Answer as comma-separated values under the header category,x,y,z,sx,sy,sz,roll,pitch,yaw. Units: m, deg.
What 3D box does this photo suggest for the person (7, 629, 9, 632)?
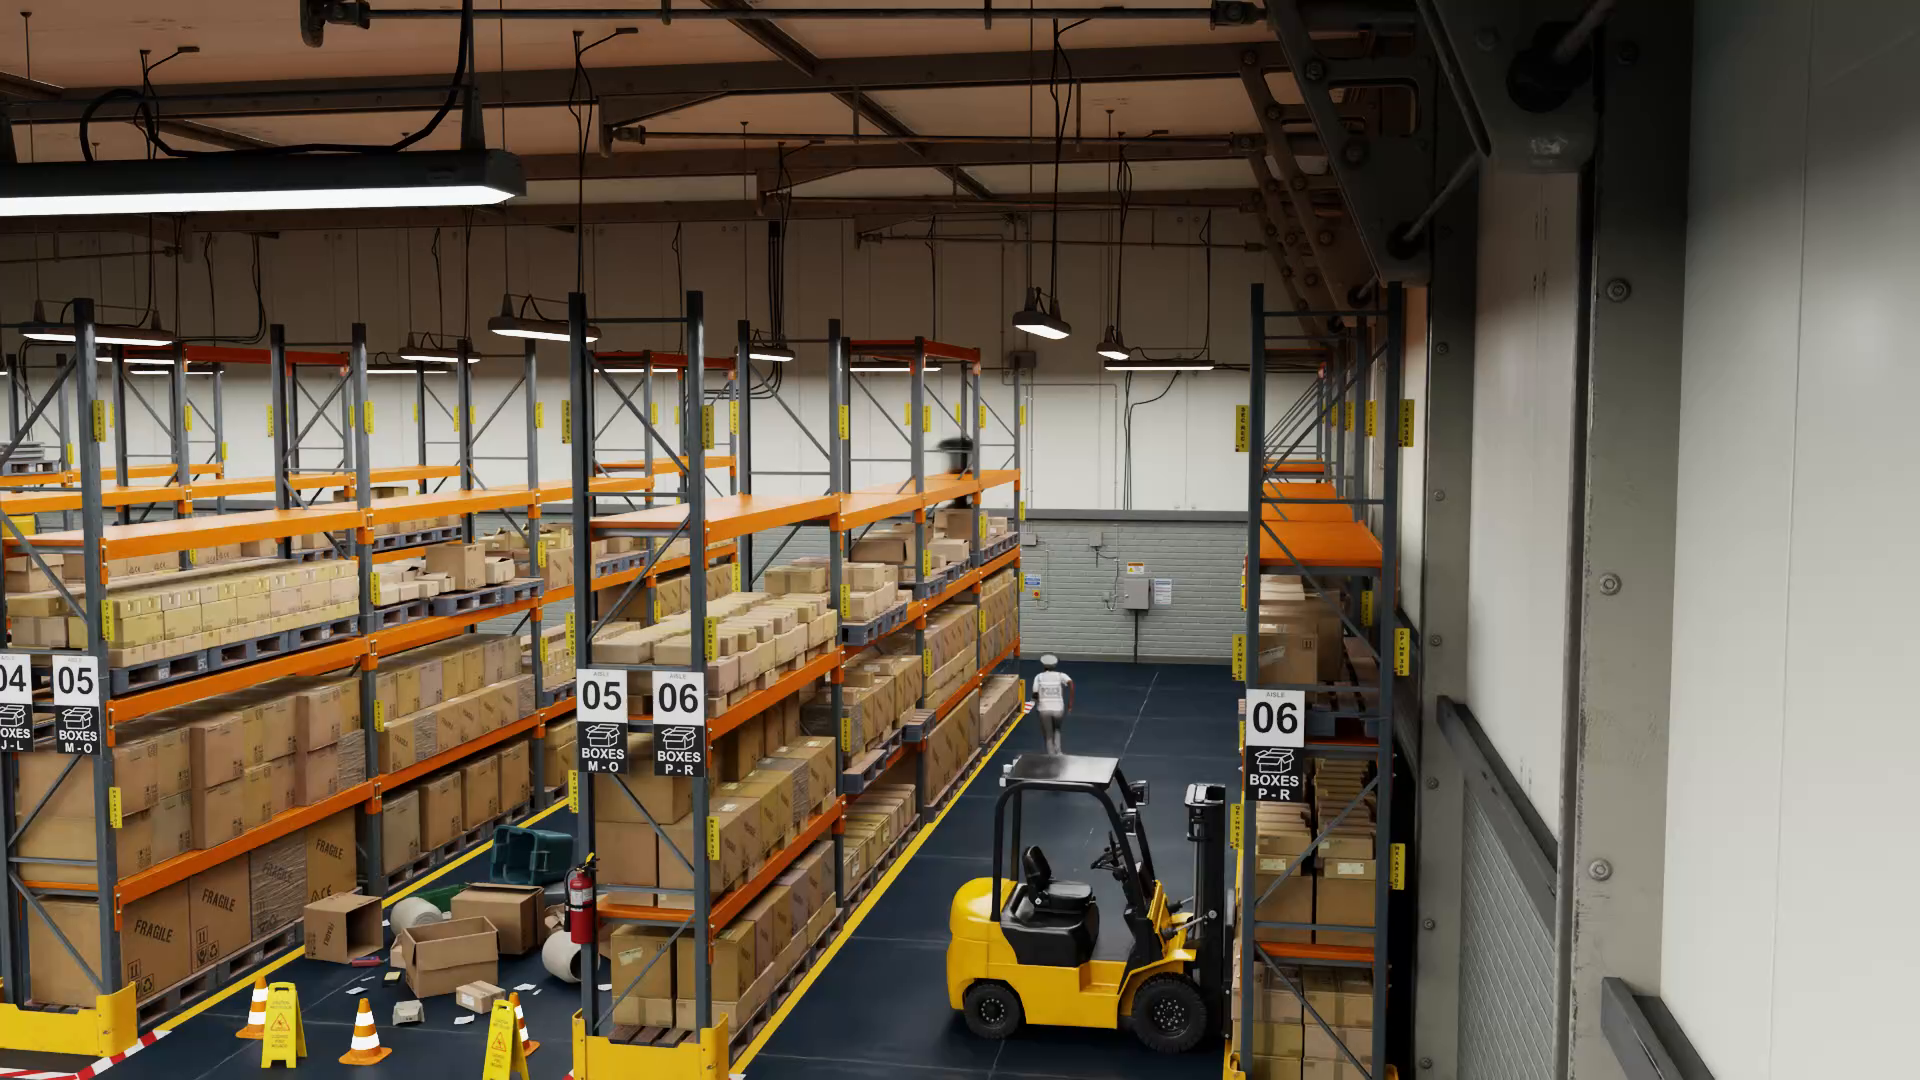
category,x,y,z,sx,sy,sz,roll,pitch,yaw
person,-17.628,1.848,30.605,0.646,1.766,0.887,1,5,10

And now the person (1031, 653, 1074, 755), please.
category,x,y,z,sx,sy,sz,roll,pitch,yaw
person,1.312,2.434,23.678,0.571,1.603,0.841,-1,5,-8

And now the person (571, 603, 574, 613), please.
category,x,y,z,sx,sy,sz,roll,pitch,yaw
person,-7.301,1.711,32.581,0.651,1.640,0.927,0,5,-2
